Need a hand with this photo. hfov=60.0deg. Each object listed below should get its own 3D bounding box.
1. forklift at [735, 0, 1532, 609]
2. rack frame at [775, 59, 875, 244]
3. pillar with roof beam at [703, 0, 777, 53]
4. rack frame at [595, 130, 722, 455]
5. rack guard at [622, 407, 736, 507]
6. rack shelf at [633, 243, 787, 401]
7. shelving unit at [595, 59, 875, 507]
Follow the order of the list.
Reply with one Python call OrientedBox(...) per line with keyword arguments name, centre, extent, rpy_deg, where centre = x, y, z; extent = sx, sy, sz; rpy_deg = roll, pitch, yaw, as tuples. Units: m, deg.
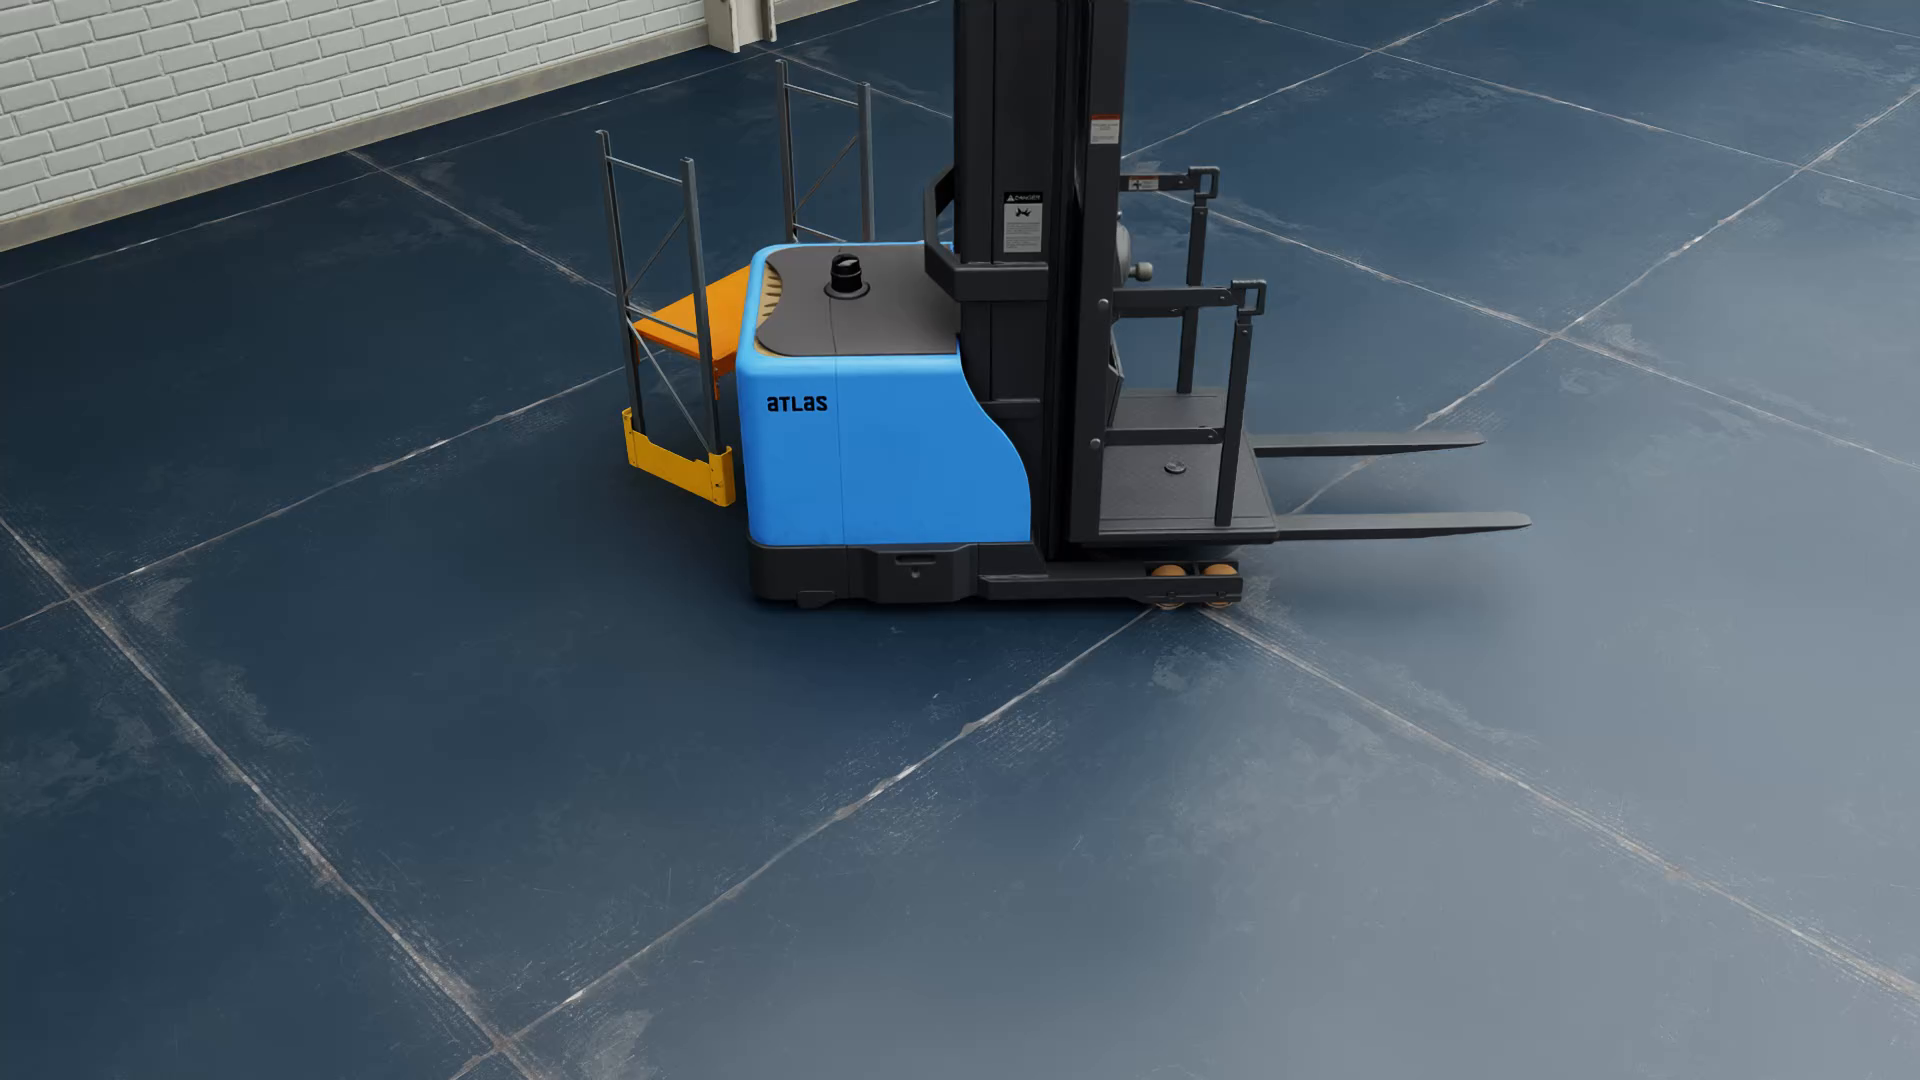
OrientedBox(name="forklift", centre=(0.697, -1.243, 5.970), extent=(3.031, 2.935, 1.130), rpy_deg=(-1, 35, -2))
OrientedBox(name="rack frame", centre=(-0.576, -1.332, 7.348), extent=(0.500, 1.500, 0.032), rpy_deg=(24, 41, 30))
OrientedBox(name="pillar with roof beam", centre=(1.503, -5.505, 6.777), extent=(9.100, 9.000, 0.400), rpy_deg=(30, 45, 35))
OrientedBox(name="rack frame", centre=(-1.191, -0.869, 6.685), extent=(0.500, 1.500, 0.032), rpy_deg=(24, 41, 30))
OrientedBox(name="rack guard", centre=(-1.191, -0.357, 7.043), extent=(0.587, 0.250, 0.087), rpy_deg=(24, 41, 30))
OrientedBox(name="rack shelf", centre=(-0.884, -0.953, 7.120), extent=(0.538, 0.185, 1.000), rpy_deg=(24, 41, 30))
OrientedBox(name="shelving unit", centre=(-0.889, -1.096, 7.011), extent=(0.587, 1.500, 1.083), rpy_deg=(24, 41, 30))
